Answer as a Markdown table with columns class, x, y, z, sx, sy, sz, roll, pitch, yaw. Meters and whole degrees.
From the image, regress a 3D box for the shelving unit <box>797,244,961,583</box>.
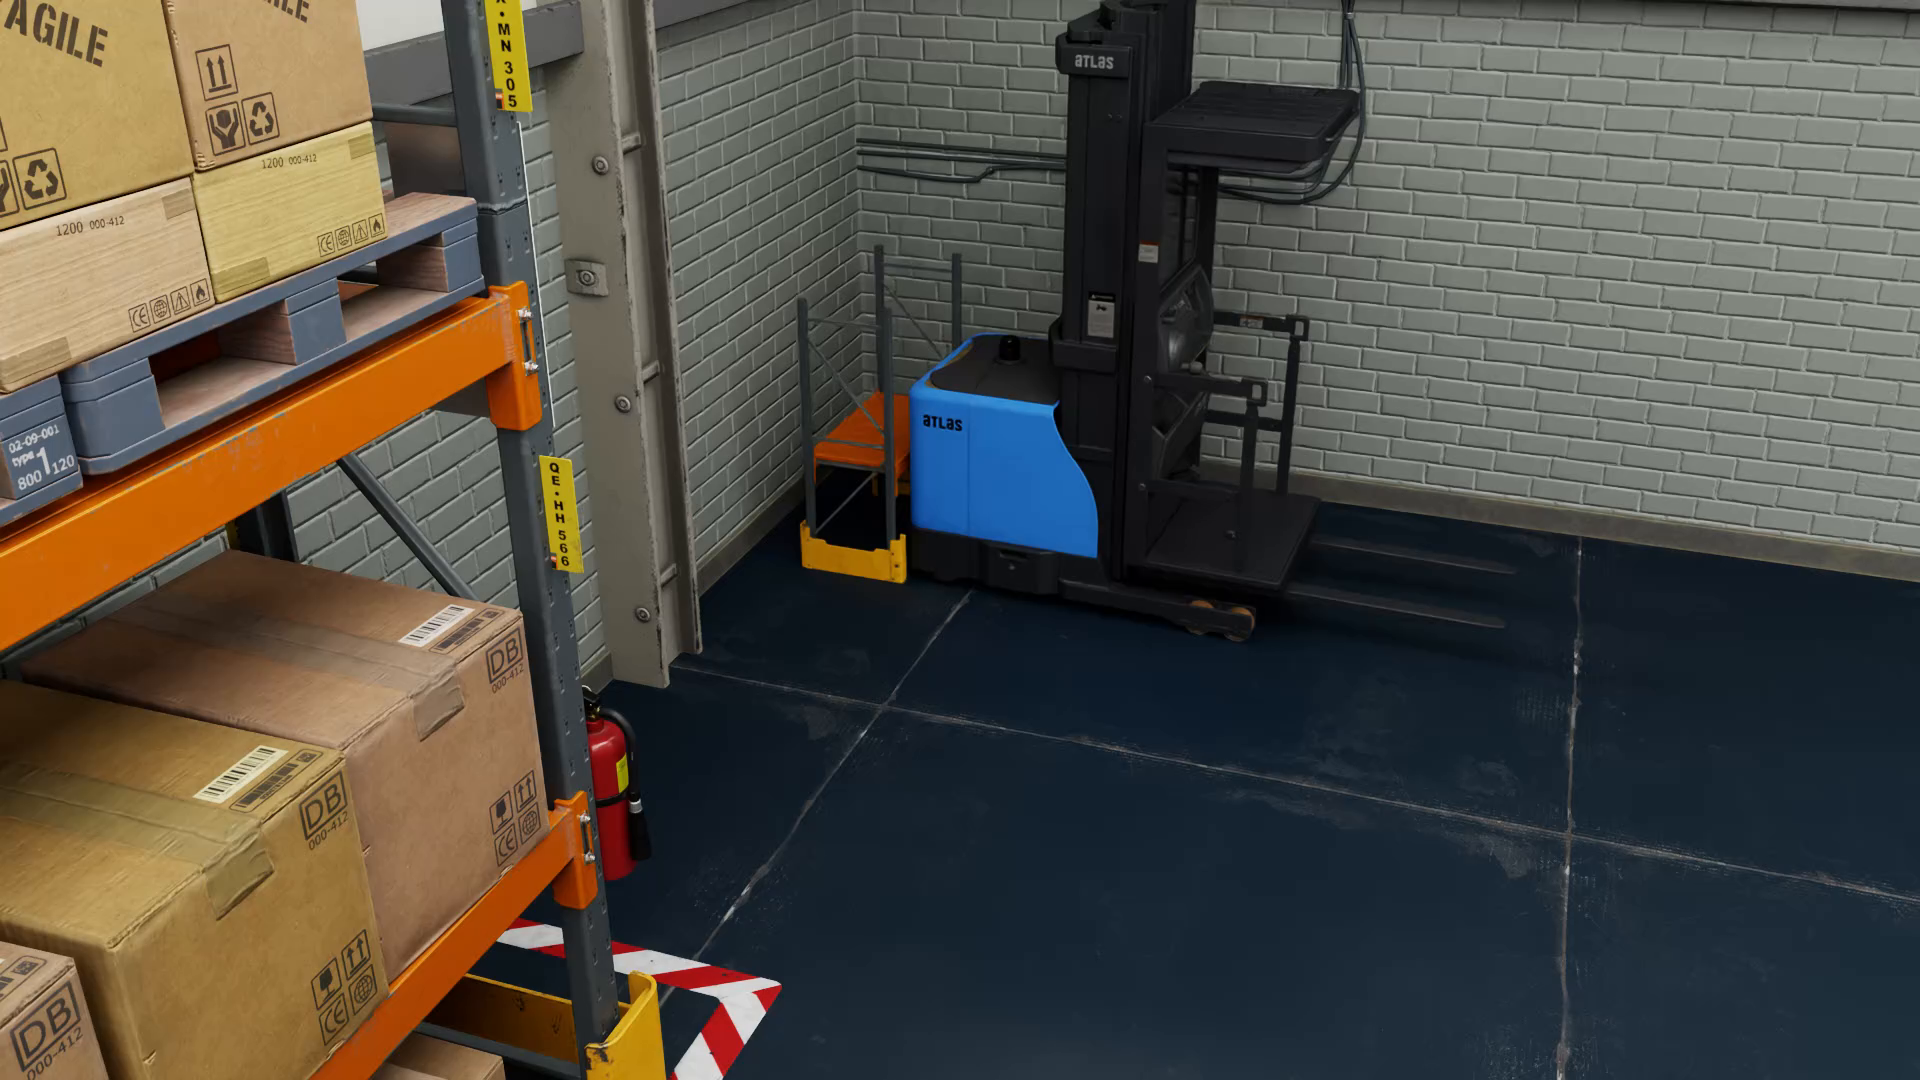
| class | x | y | z | sx | sy | sz | roll | pitch | yaw |
| --- | --- | --- | --- | --- | --- | --- | --- | --- | --- |
| shelving unit | -0.400 | -0.709 | 8.992 | 0.587 | 1.500 | 1.083 | 9 | 27 | 18 |

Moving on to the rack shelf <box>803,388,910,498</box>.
| class | x | y | z | sx | sy | sz | roll | pitch | yaw |
| --- | --- | --- | --- | --- | --- | --- | --- | --- | --- |
| rack shelf | -0.403 | -0.543 | 9.063 | 0.538 | 0.185 | 1.000 | 9 | 27 | 18 |

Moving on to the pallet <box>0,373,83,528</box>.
| class | x | y | z | sx | sy | sz | roll | pitch | yaw |
| --- | --- | --- | --- | --- | --- | --- | --- | --- | --- |
| pallet | -2.191 | -0.022 | 2.513 | 1.003 | 0.211 | 1.213 | 9 | 27 | 17 |

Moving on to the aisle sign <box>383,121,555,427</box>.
| class | x | y | z | sx | sy | sz | roll | pitch | yaw |
| --- | --- | --- | --- | --- | --- | --- | --- | --- | --- |
| aisle sign | -1.243 | -0.678 | 4.224 | 0.394 | 0.787 | 0.004 | 9 | 27 | 17 |

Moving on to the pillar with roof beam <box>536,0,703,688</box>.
| class | x | y | z | sx | sy | sz | roll | pitch | yaw |
| --- | --- | --- | --- | --- | --- | --- | --- | --- | --- |
| pillar with roof beam | 2.592 | -2.832 | 4.773 | 9.100 | 9.000 | 0.400 | 9 | 27 | 17 |

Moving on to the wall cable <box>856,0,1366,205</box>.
| class | x | y | z | sx | sy | sz | roll | pitch | yaw |
| --- | --- | --- | --- | --- | --- | --- | --- | --- | --- |
| wall cable | 0.669 | -3.096 | 8.882 | 3.097 | 2.526 | 0.112 | 9 | 27 | 17 |

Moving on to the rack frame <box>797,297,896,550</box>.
| class | x | y | z | sx | sy | sz | roll | pitch | yaw |
| --- | --- | --- | --- | --- | --- | --- | --- | --- | --- |
| rack frame | -0.574 | -0.496 | 8.554 | 0.500 | 1.500 | 0.032 | 9 | 27 | 18 |

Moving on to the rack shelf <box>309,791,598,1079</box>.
| class | x | y | z | sx | sy | sz | roll | pitch | yaw |
| --- | --- | --- | --- | --- | --- | --- | --- | --- | --- |
| rack shelf | -2.216 | 1.624 | 3.279 | 1.077 | 0.370 | 4.000 | 9 | 27 | 17 |

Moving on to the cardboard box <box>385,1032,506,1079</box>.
| class | x | y | z | sx | sy | sz | roll | pitch | yaw |
| --- | --- | --- | --- | --- | --- | --- | --- | --- | --- |
| cardboard box | -1.689 | 1.717 | 4.649 | 0.700 | 0.500 | 0.500 | 9 | 27 | 17 |

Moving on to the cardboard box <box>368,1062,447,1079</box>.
| class | x | y | z | sx | sy | sz | roll | pitch | yaw |
| --- | --- | --- | --- | --- | --- | --- | --- | --- | --- |
| cardboard box | -1.560 | 1.504 | 4.344 | 0.380 | 0.149 | 0.250 | 8 | 27 | 17 |

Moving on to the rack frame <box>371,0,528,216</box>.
| class | x | y | z | sx | sy | sz | roll | pitch | yaw |
| --- | --- | --- | --- | --- | --- | --- | --- | --- | --- |
| rack frame | -1.550 | -2.222 | 3.512 | 1.000 | 3.000 | 0.127 | 9 | 27 | 17 |

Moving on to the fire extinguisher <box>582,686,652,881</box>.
| class | x | y | z | sx | sy | sz | roll | pitch | yaw |
| --- | --- | --- | --- | --- | --- | --- | --- | --- | --- |
| fire extinguisher | -1.065 | 0.686 | 4.907 | 0.296 | 0.674 | 0.183 | 9 | 27 | 17 |

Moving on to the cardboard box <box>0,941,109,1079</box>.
| class | x | y | z | sx | sy | sz | roll | pitch | yaw |
| --- | --- | --- | --- | --- | --- | --- | --- | --- | --- |
| cardboard box | -2.204 | 1.167 | 3.053 | 0.980 | 0.700 | 0.700 | 7 | 27 | 15 |

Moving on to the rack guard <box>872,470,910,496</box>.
| class | x | y | z | sx | sy | sz | roll | pitch | yaw |
| --- | --- | --- | --- | --- | --- | --- | --- | --- | --- |
| rack guard | -0.233 | -0.350 | 9.687 | 0.587 | 0.250 | 0.087 | 9 | 27 | 18 |

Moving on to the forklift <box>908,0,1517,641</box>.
| class | x | y | z | sx | sy | sz | roll | pitch | yaw |
| --- | --- | --- | --- | --- | --- | --- | --- | --- | --- |
| forklift | 1.295 | -1.081 | 8.119 | 3.031 | 2.935 | 1.130 | 10 | 28 | 19 |

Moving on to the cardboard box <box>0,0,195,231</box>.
| class | x | y | z | sx | sy | sz | roll | pitch | yaw |
| --- | --- | --- | --- | --- | --- | --- | --- | --- | --- |
| cardboard box | -1.713 | -0.831 | 2.797 | 0.500 | 0.500 | 0.500 | 10 | 27 | 19 |

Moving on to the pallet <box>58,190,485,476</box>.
| class | x | y | z | sx | sy | sz | roll | pitch | yaw |
| --- | --- | --- | --- | --- | --- | --- | --- | --- | --- |
| pallet | -1.787 | -0.525 | 3.552 | 1.003 | 0.211 | 1.213 | 9 | 27 | 17 |

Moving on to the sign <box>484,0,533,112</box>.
| class | x | y | z | sx | sy | sz | roll | pitch | yaw |
| --- | --- | --- | --- | --- | --- | --- | --- | --- | --- |
| sign | -1.043 | -1.150 | 3.816 | 0.100 | 0.325 | 0.005 | 9 | 27 | 17 |

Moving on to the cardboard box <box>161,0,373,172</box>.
| class | x | y | z | sx | sy | sz | roll | pitch | yaw |
| --- | --- | --- | --- | --- | --- | --- | --- | --- | --- |
| cardboard box | -1.536 | -1.035 | 3.219 | 0.500 | 0.500 | 0.500 | 9 | 27 | 17 |

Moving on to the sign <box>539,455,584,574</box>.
| class | x | y | z | sx | sy | sz | roll | pitch | yaw |
| --- | --- | --- | --- | --- | --- | --- | --- | --- | --- |
| sign | -1.043 | -0.065 | 4.341 | 0.100 | 0.325 | 0.005 | 9 | 27 | 17 |

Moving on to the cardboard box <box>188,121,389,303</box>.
| class | x | y | z | sx | sy | sz | roll | pitch | yaw |
| --- | --- | --- | --- | --- | --- | --- | --- | --- | --- |
| cardboard box | -1.544 | -0.699 | 3.384 | 0.500 | 0.250 | 0.500 | 10 | 27 | 19 |

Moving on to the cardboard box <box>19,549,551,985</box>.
| class | x | y | z | sx | sy | sz | roll | pitch | yaw |
| --- | --- | --- | --- | --- | --- | --- | --- | --- | --- |
| cardboard box | -1.710 | 0.555 | 4.318 | 0.980 | 0.700 | 0.700 | 10 | 28 | 20 |

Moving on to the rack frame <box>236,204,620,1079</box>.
| class | x | y | z | sx | sy | sz | roll | pitch | yaw |
| --- | --- | --- | --- | --- | --- | --- | --- | --- | --- |
| rack frame | -1.550 | 0.479 | 4.819 | 1.000 | 3.000 | 0.127 | 9 | 27 | 17 |

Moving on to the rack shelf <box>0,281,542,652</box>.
| class | x | y | z | sx | sy | sz | roll | pitch | yaw |
| --- | --- | --- | --- | --- | --- | --- | --- | --- | --- |
| rack shelf | -2.216 | 0.274 | 2.625 | 1.077 | 0.370 | 4.000 | 9 | 27 | 17 |

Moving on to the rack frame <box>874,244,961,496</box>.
| class | x | y | z | sx | sy | sz | roll | pitch | yaw |
| --- | --- | --- | --- | --- | --- | --- | --- | --- | --- |
| rack frame | -0.232 | -0.913 | 9.416 | 0.500 | 1.500 | 0.032 | 9 | 27 | 18 |

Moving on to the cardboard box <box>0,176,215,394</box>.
| class | x | y | z | sx | sy | sz | roll | pitch | yaw |
| --- | --- | --- | --- | --- | --- | --- | --- | --- | --- |
| cardboard box | -1.716 | -0.485 | 2.942 | 0.500 | 0.250 | 0.500 | 8 | 27 | 15 |

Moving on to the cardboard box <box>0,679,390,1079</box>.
| class | x | y | z | sx | sy | sz | roll | pitch | yaw |
| --- | --- | --- | --- | --- | --- | --- | --- | --- | --- |
| cardboard box | -1.942 | 0.855 | 3.697 | 0.980 | 0.700 | 0.700 | 9 | 27 | 17 |

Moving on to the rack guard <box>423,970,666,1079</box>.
| class | x | y | z | sx | sy | sz | roll | pitch | yaw |
| --- | --- | --- | --- | --- | --- | --- | --- | --- | --- |
| rack guard | -1.542 | 1.594 | 5.385 | 1.175 | 0.500 | 0.348 | 9 | 27 | 17 |

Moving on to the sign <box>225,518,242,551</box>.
| class | x | y | z | sx | sy | sz | roll | pitch | yaw |
| --- | --- | --- | --- | --- | --- | --- | --- | --- | --- |
| sign | -2.071 | -0.030 | 4.785 | 0.100 | 0.325 | 0.005 | 9 | 27 | 17 |

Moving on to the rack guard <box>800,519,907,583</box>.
| class | x | y | z | sx | sy | sz | roll | pitch | yaw |
| --- | --- | --- | --- | --- | --- | --- | --- | --- | --- |
| rack guard | -0.568 | 0.058 | 8.843 | 0.587 | 0.250 | 0.087 | 9 | 27 | 18 |
